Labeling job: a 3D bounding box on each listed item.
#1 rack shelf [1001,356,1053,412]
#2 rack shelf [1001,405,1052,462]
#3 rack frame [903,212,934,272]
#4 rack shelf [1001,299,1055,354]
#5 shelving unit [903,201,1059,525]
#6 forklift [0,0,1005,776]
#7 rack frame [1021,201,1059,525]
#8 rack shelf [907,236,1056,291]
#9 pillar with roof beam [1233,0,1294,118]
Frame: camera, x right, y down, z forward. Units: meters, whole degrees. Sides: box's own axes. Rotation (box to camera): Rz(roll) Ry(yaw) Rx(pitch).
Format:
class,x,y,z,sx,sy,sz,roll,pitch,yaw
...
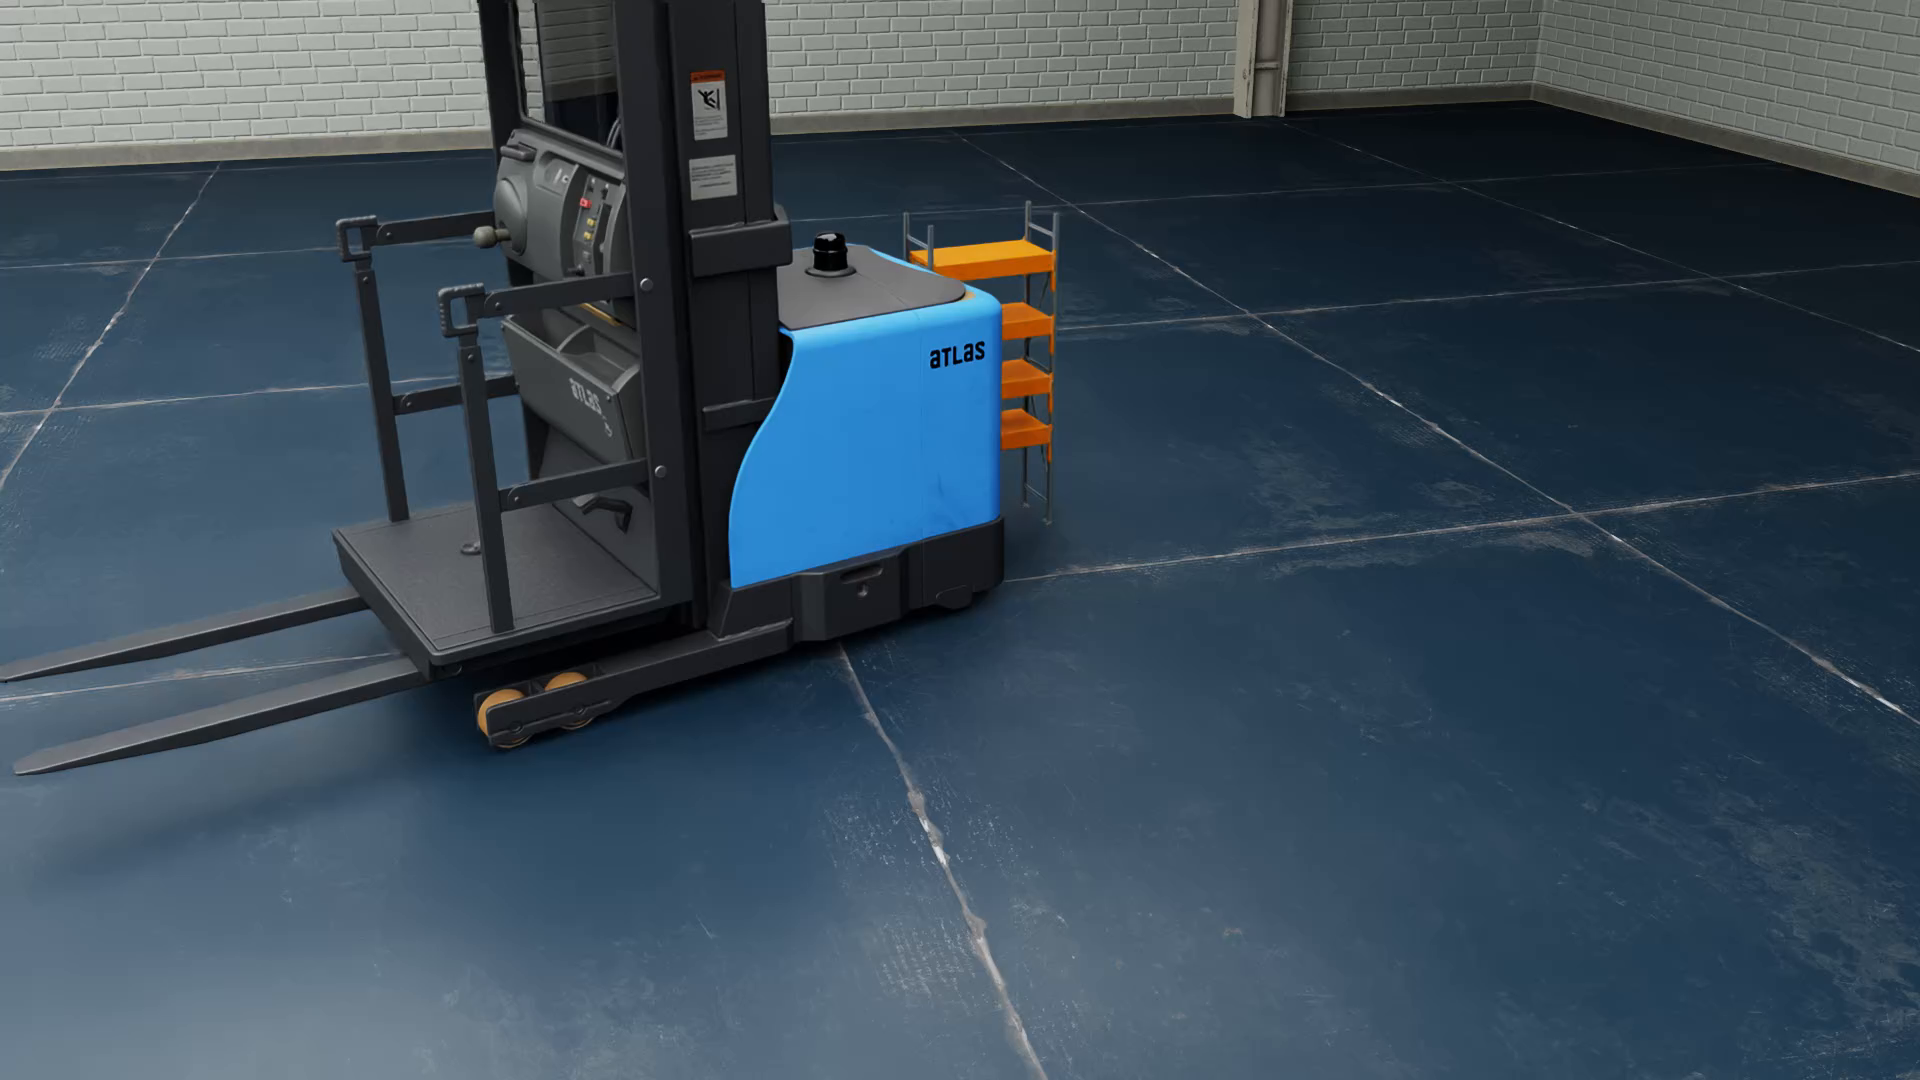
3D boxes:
class,x,y,z,sx,sy,sz,roll,pitch,yaw
rack shelf,0.075,-0.552,6.186,0.480,0.148,0.258,-10,25,-22
rack shelf,0.075,-0.370,6.264,0.480,0.148,0.258,-10,25,-22
rack frame,-0.147,-0.574,6.067,0.015,1.200,0.240,-10,25,-22
rack shelf,0.075,-0.758,6.098,0.480,0.148,0.258,-10,25,-22
shelving unit,0.075,-0.614,6.160,0.503,1.200,0.258,-10,25,-22
forklift,-1.358,-0.979,4.815,3.031,2.935,1.130,-15,27,-31
rack frame,0.297,-0.654,6.252,0.015,1.200,0.240,-10,25,-22
rack shelf,0.075,-0.975,6.005,0.480,0.148,0.258,-10,25,-22
pillar with roof beam,3.940,-6.459,9.890,0.400,9.000,9.100,-6,24,-14
